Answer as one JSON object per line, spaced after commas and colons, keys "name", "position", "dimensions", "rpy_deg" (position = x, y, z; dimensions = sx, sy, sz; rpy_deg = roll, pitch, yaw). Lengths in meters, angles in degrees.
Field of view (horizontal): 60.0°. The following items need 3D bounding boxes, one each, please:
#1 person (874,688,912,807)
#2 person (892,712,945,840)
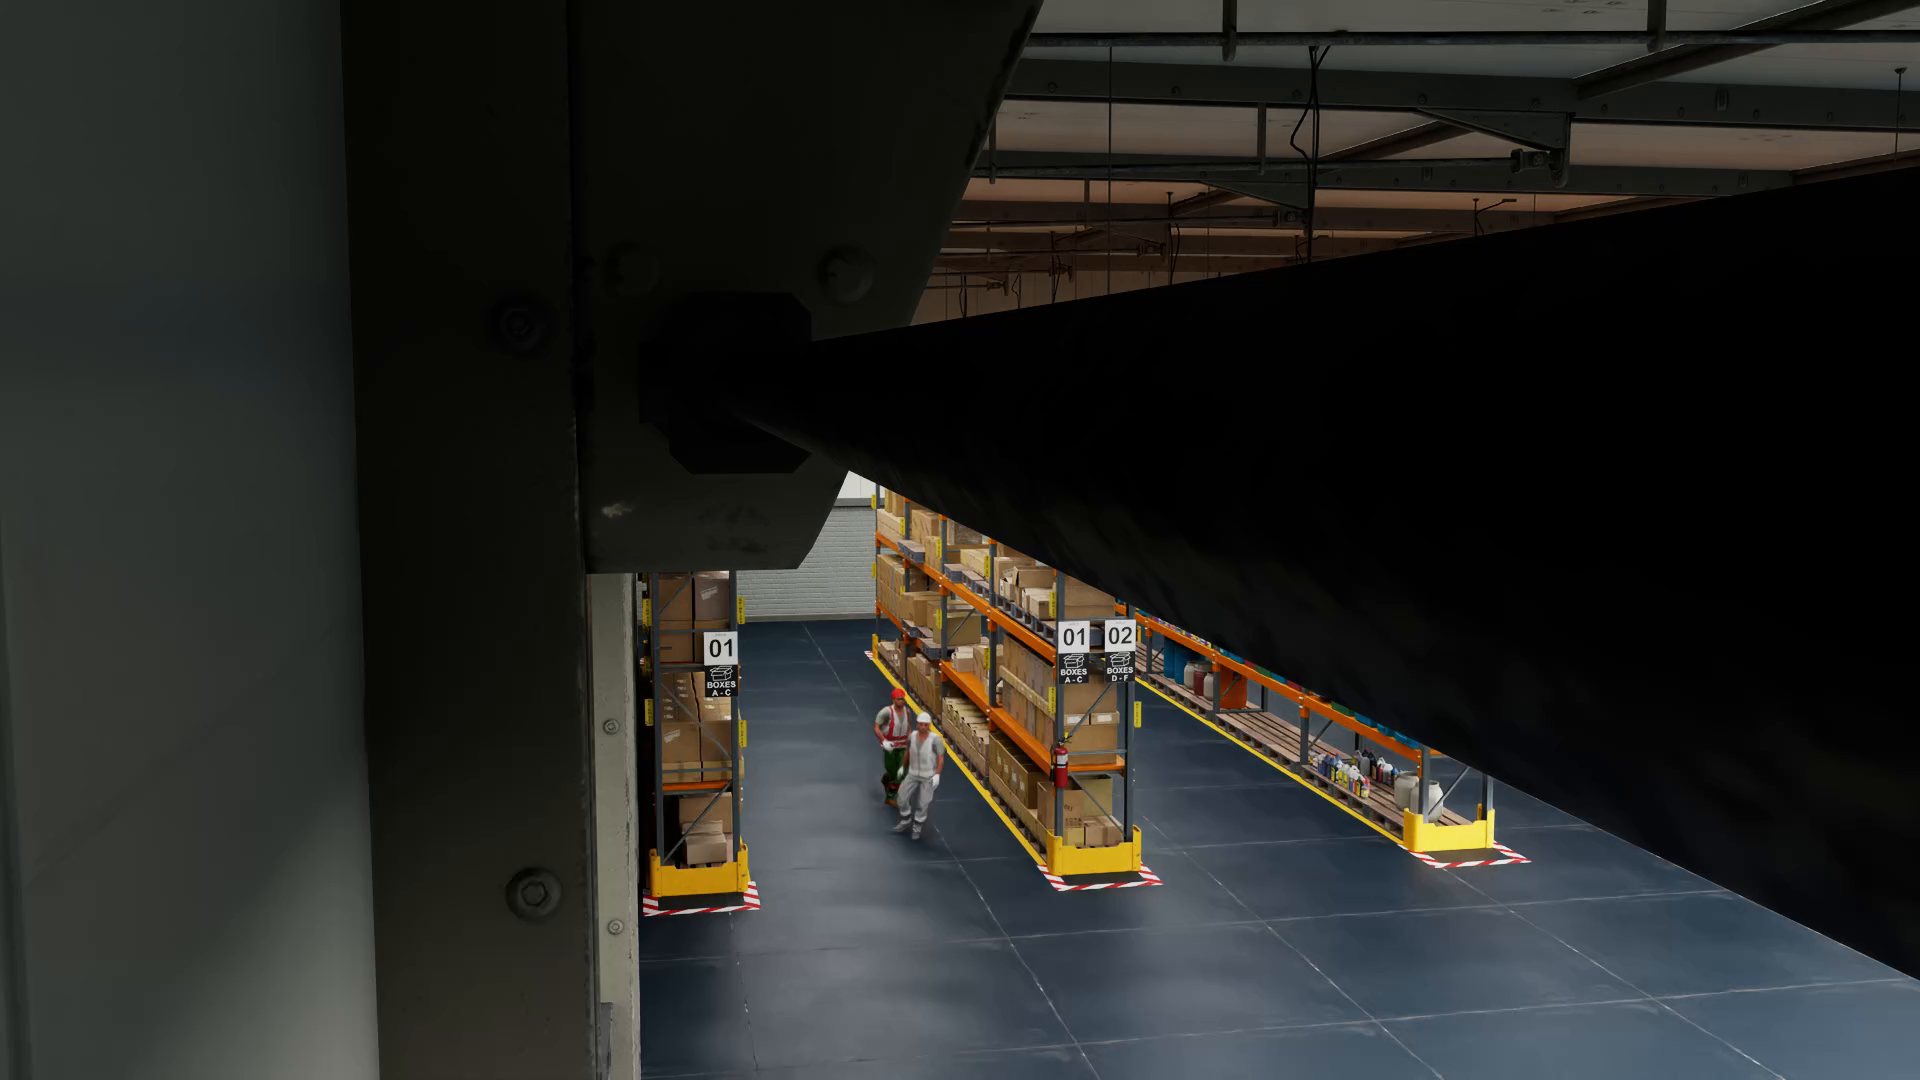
{"name": "person", "position": [-0.987, 2.993, 24.222], "dimensions": [0.651, 1.734, 0.628], "rpy_deg": [-3, 7, -29]}
{"name": "person", "position": [-0.567, 3.182, 22.388], "dimensions": [0.758, 1.783, 0.485], "rpy_deg": [2, 6, 18]}
